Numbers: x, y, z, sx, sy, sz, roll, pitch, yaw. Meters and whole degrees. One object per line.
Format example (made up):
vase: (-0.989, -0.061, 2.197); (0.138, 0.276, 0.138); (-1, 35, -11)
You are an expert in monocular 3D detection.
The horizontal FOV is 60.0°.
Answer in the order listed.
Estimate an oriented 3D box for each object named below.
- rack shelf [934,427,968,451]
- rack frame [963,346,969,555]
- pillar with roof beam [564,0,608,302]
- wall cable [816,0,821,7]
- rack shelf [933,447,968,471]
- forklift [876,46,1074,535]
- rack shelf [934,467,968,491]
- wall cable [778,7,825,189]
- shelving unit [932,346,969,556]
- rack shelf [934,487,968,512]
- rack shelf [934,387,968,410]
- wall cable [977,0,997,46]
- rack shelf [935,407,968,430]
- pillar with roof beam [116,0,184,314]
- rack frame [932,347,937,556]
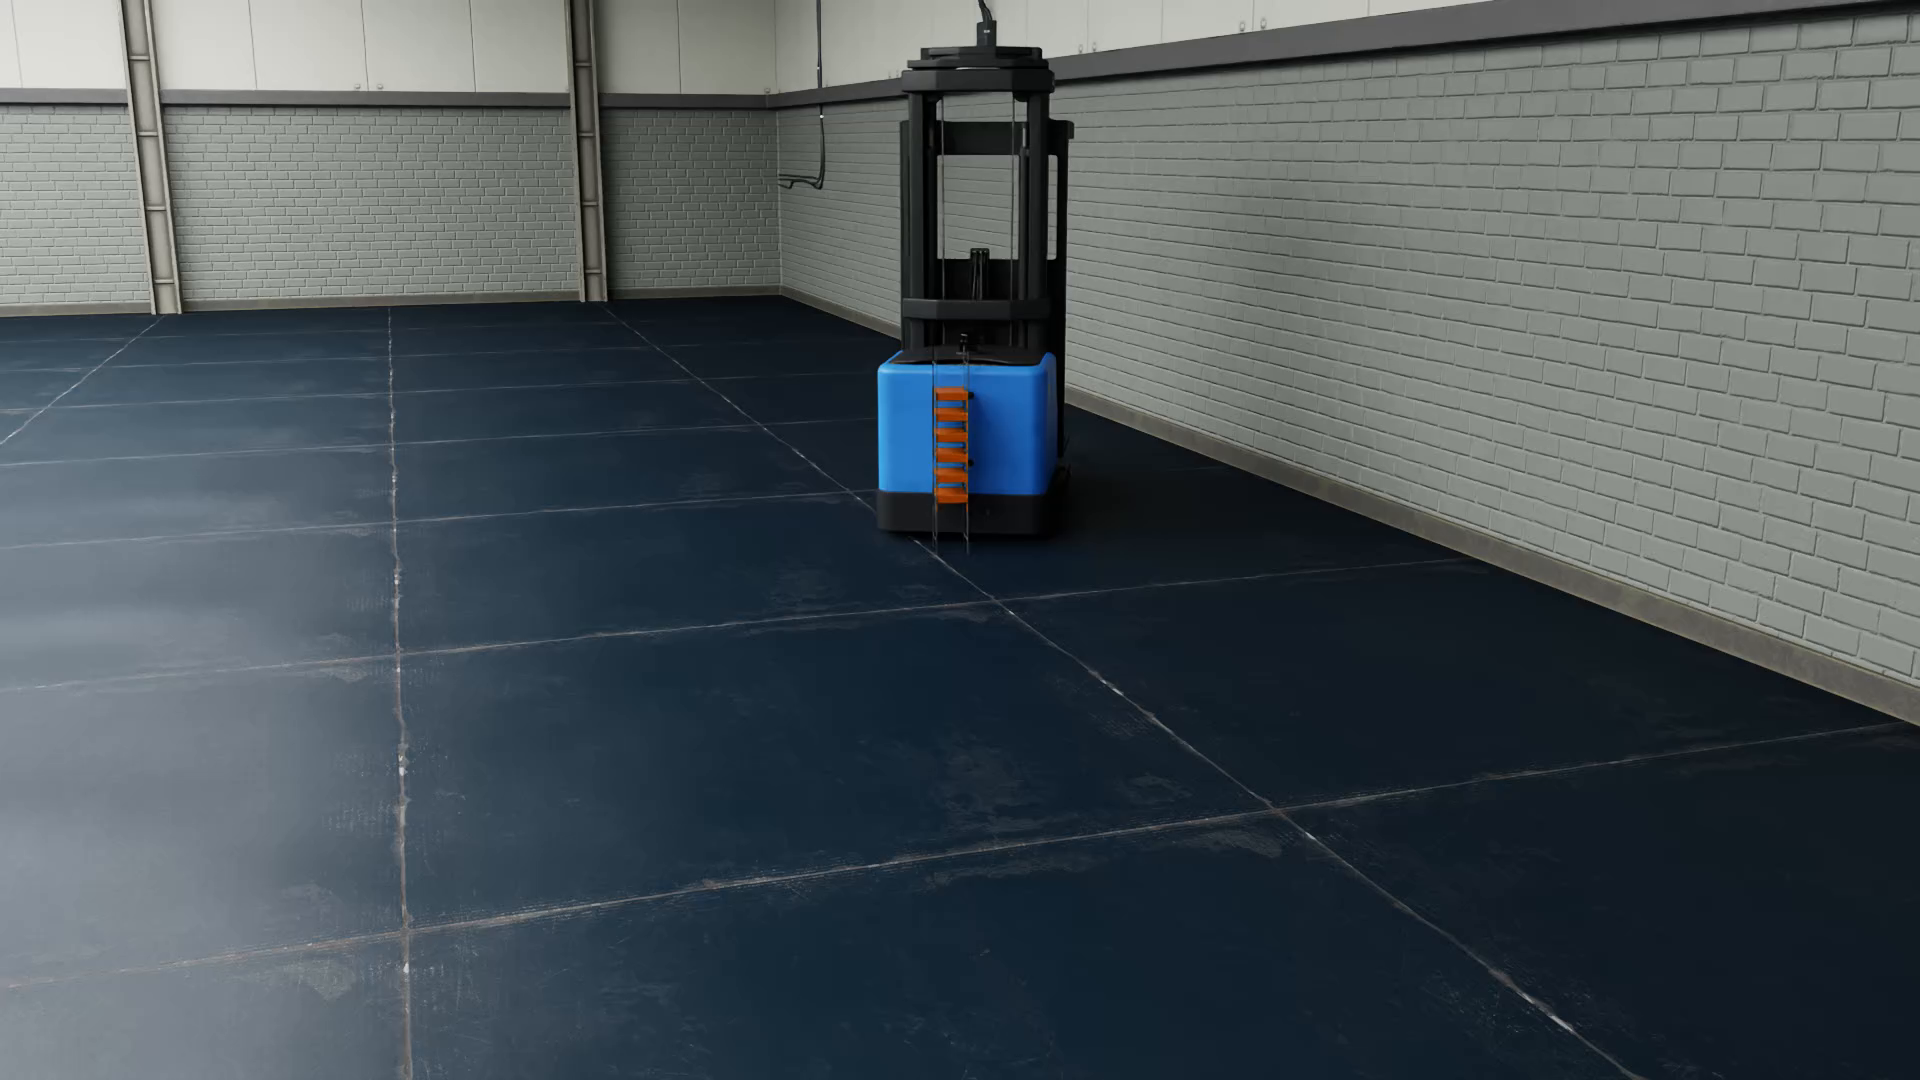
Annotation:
rack shelf: (-0.057, -0.593, 9.717); (0.180, 0.103, 0.258); (-1, 13, -5)
rack frame: (0.034, -0.522, 9.743); (0.006, 1.200, 0.240); (-1, 13, -5)
pillar with roof beam: (-4.284, -7.130, 20.674); (0.400, 9.000, 9.100); (-4, 14, -18)
wall cable: (-1.581, -8.355, 21.618); (0.112, 2.526, 3.097); (-4, 14, -18)
rack shelf: (-0.057, -0.476, 9.744); (0.180, 0.103, 0.258); (-1, 13, -5)
forklift: (0.183, -1.746, 11.151); (1.130, 2.935, 3.031); (2, 13, 7)
rack shelf: (-0.057, -0.360, 9.772); (0.180, 0.103, 0.258); (-1, 13, -5)
wall cable: (-2.443, -6.491, 24.697); (0.112, 2.526, 3.097); (-4, 14, -18)
shelving unit: (-0.057, -0.520, 9.734); (0.189, 1.200, 0.258); (-1, 13, -5)
rack shelf: (-0.057, -0.243, 9.800); (0.180, 0.103, 0.258); (-1, 13, -5)
rack shelf: (-0.057, -0.827, 9.661); (0.180, 0.103, 0.258); (-1, 13, -5)
wall cable: (0.569, -7.573, 15.186); (0.169, 6.003, 2.305); (-4, 14, -18)
rack shelf: (-0.057, -0.710, 9.689); (0.180, 0.103, 0.258); (-1, 13, -5)
pillar with roof beam: (-9.971, -6.688, 18.812); (0.400, 9.000, 9.100); (-4, 14, -18)
rack frame: (-0.148, -0.517, 9.725); (0.006, 1.200, 0.240); (-1, 13, -5)
